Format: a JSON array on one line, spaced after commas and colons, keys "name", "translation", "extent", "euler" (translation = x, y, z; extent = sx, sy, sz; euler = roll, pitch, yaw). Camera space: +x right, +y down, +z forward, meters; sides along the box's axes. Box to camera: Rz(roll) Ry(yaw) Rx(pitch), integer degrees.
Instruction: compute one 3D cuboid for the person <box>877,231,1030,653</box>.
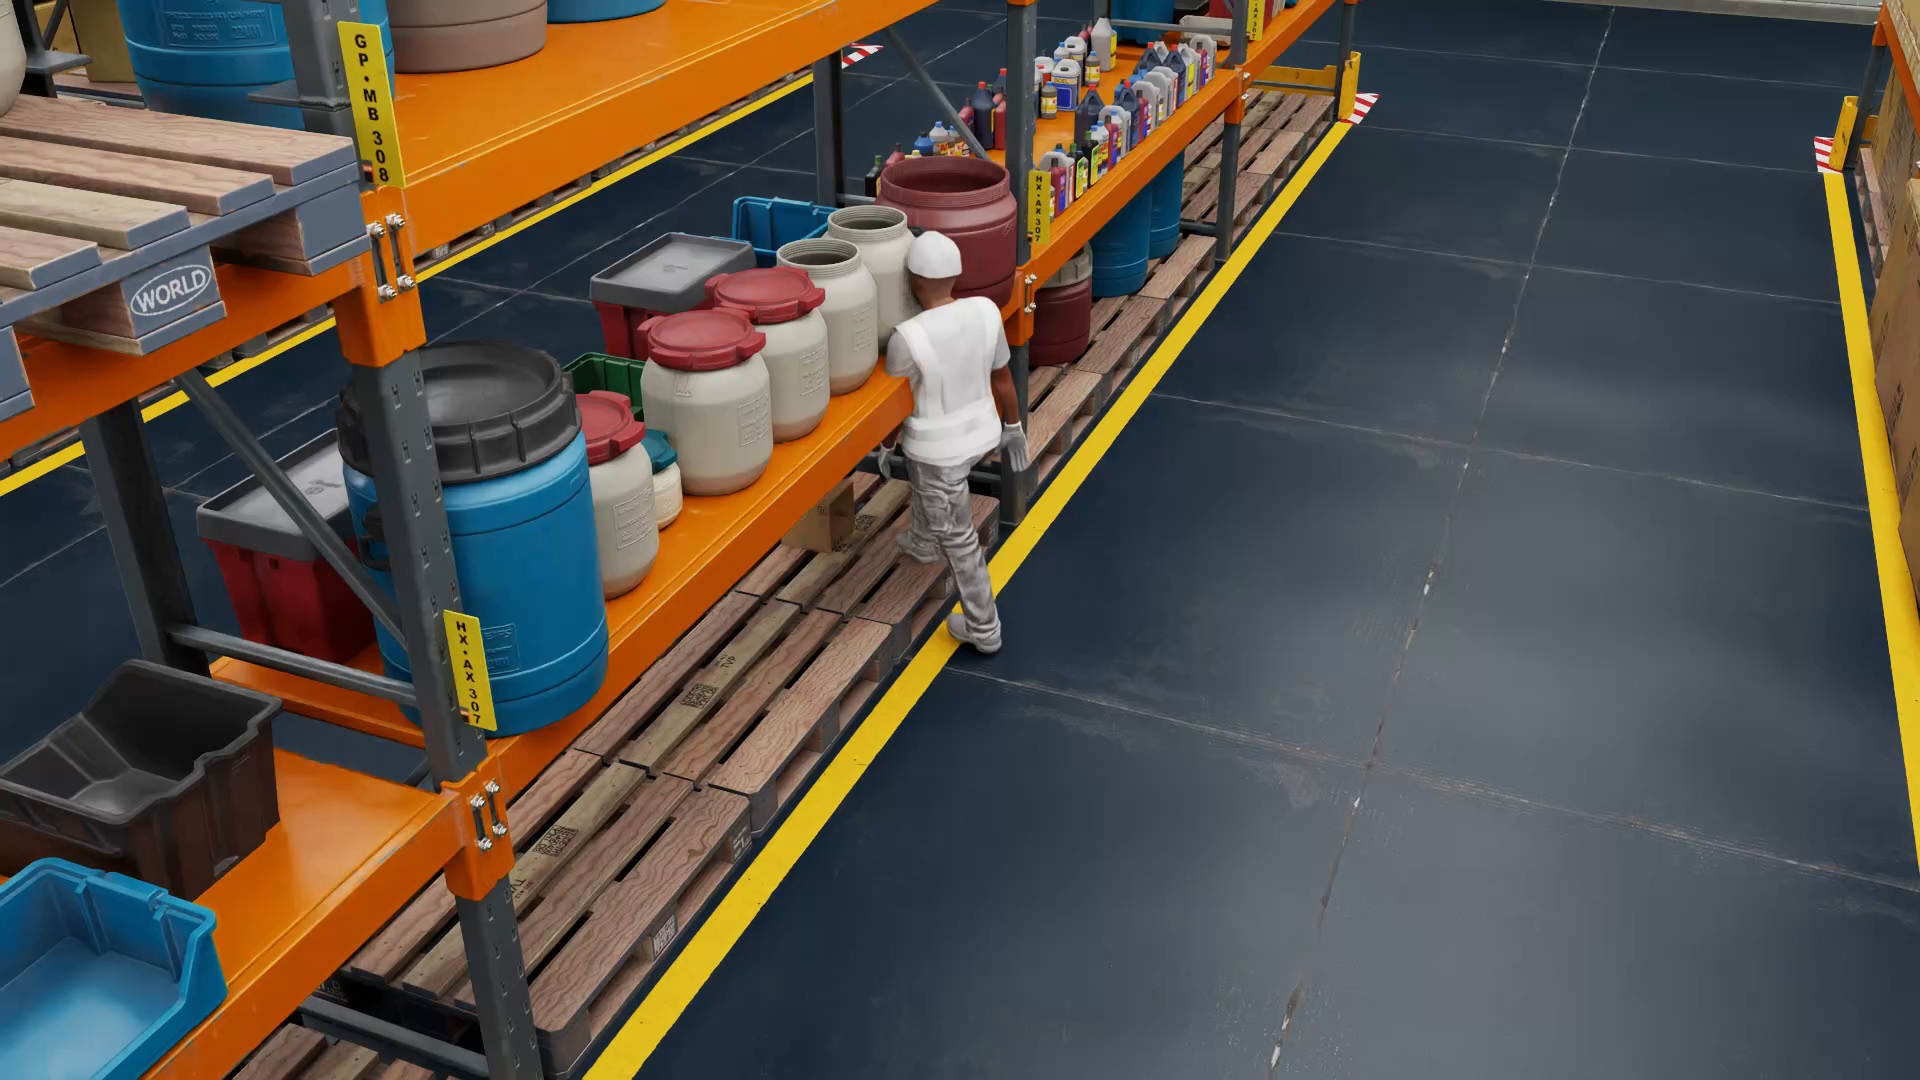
[{"name": "person", "translation": [-0.127, -0.432, 6.825], "extent": [0.590, 1.762, 0.801], "euler": [-25, 38, -37]}]
